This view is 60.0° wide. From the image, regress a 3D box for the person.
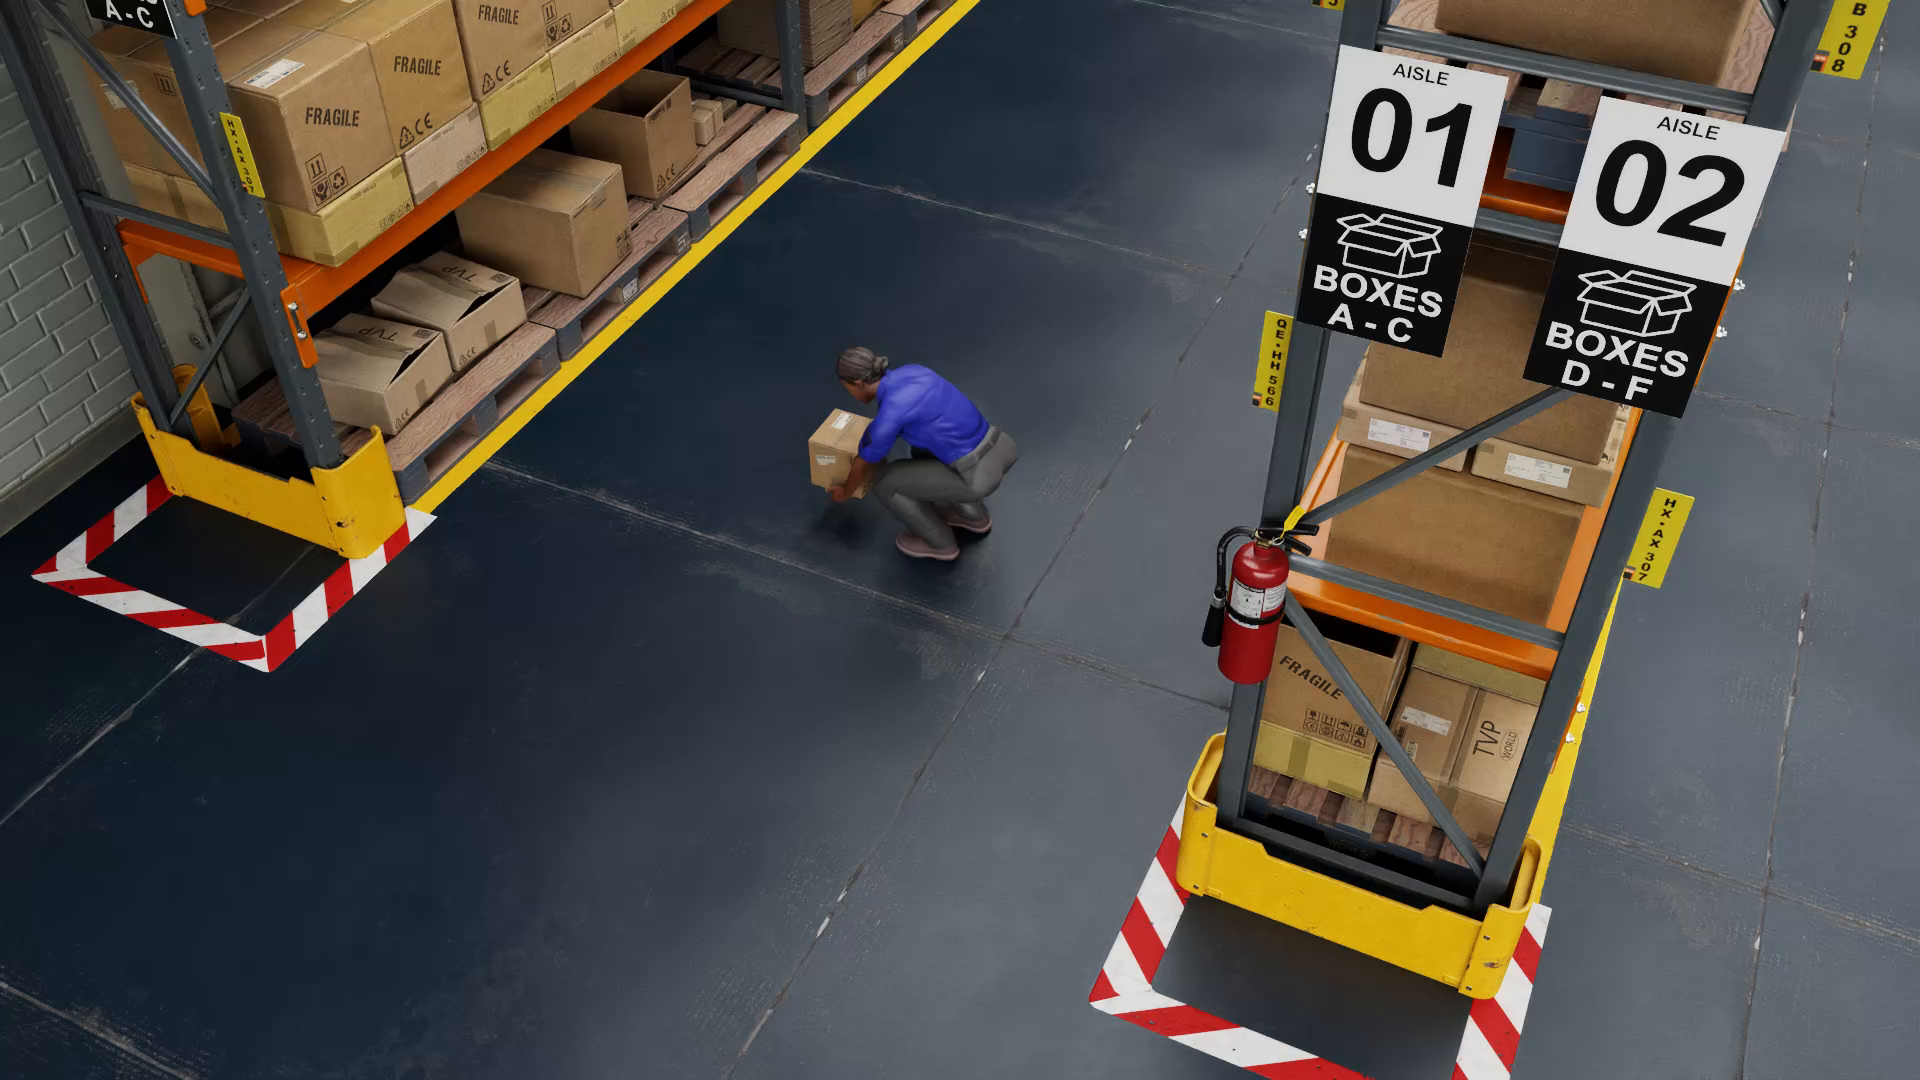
[{"bbox_3d":[-0.168,-0.379,7.107,0.810,0.958,0.485,17,45,18],"label":"person"}]
